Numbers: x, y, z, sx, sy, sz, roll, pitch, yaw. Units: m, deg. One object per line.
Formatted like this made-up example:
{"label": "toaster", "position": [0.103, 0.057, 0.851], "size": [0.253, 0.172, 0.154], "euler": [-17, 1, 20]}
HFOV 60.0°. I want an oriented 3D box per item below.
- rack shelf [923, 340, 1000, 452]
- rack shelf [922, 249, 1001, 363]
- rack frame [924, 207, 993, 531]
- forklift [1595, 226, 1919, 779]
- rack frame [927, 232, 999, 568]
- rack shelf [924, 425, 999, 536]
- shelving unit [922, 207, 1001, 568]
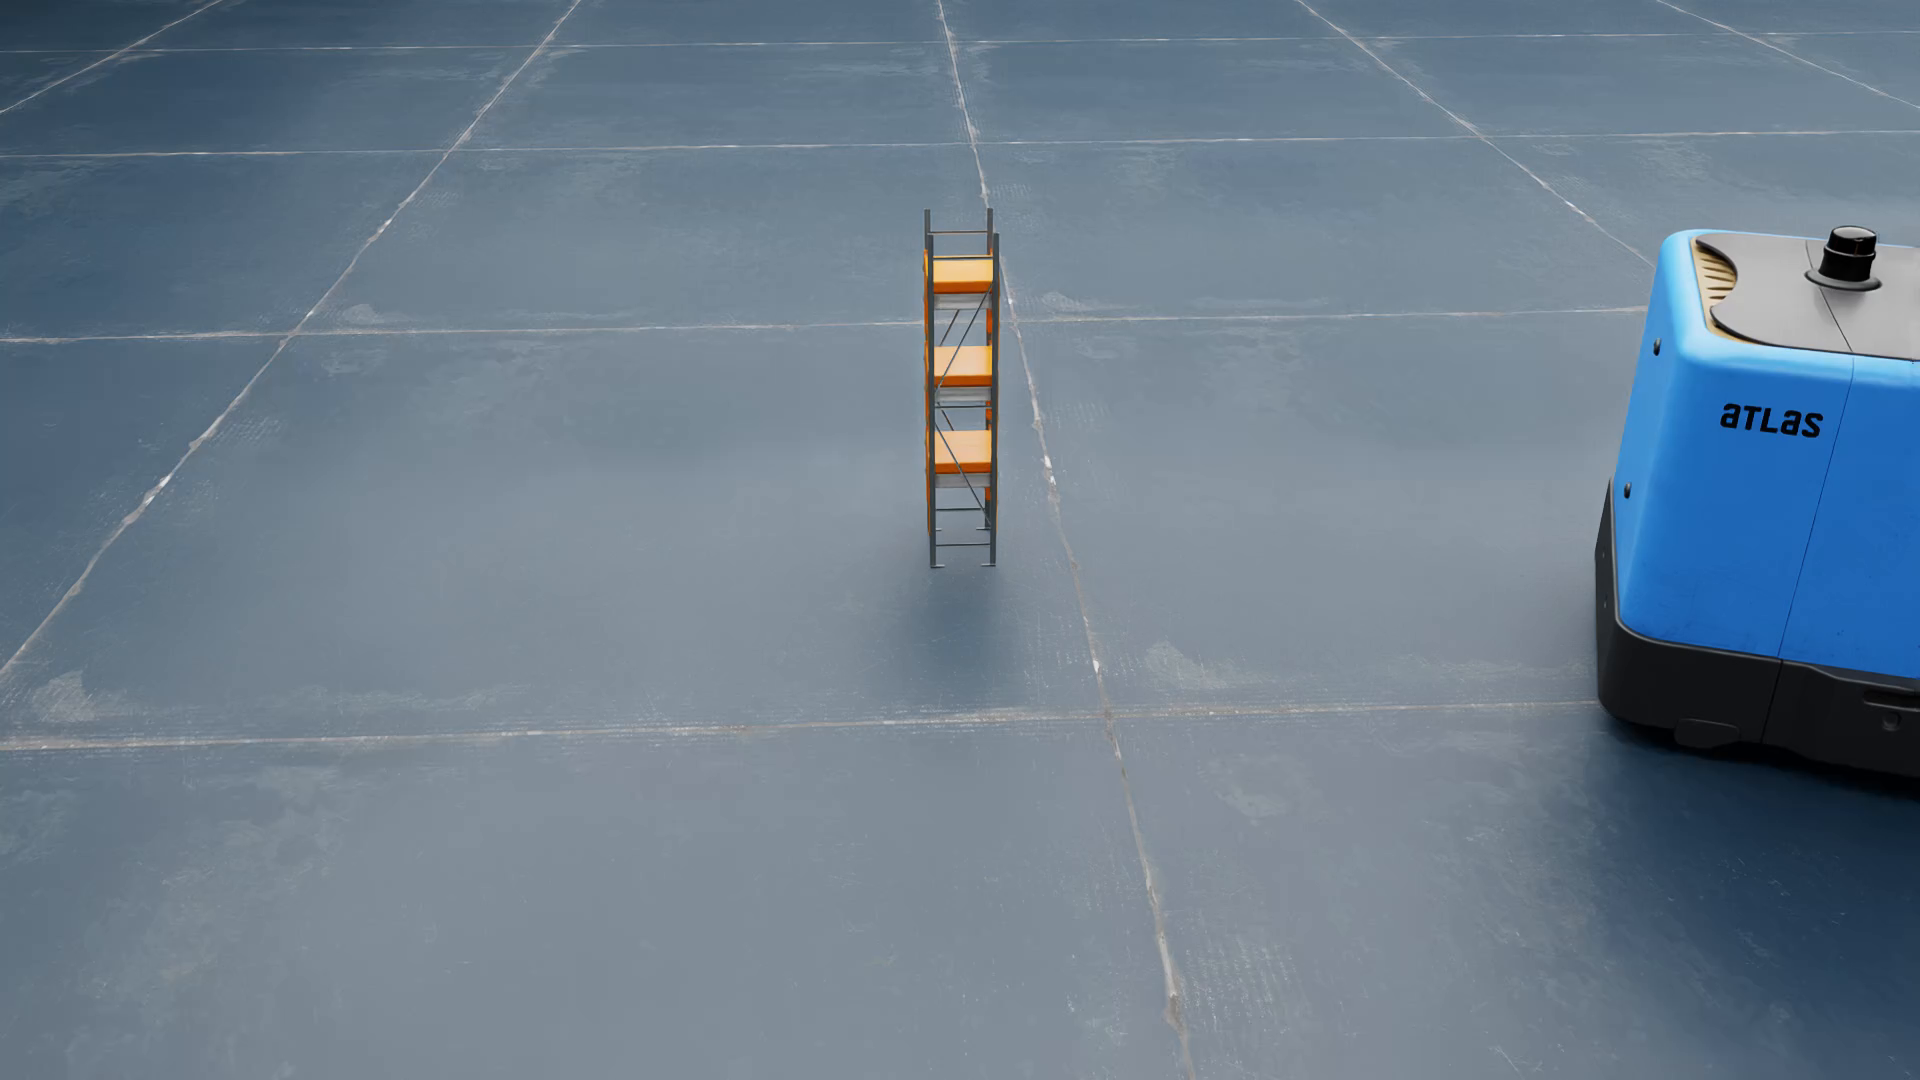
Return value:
{"label": "rack shelf", "position": [0.003, -0.431, 4.965], "size": [0.215, 0.259, 0.240], "euler": [-1, 28, -3]}
{"label": "rack shelf", "position": [0.003, -0.683, 4.834], "size": [0.215, 0.259, 0.240], "euler": [-1, 28, -3]}
{"label": "rack frame", "position": [-0.004, -0.497, 5.068], "size": [0.200, 1.050, 0.008], "euler": [-1, 28, -3]}
{"label": "forklift", "position": [3.227, -0.796, 3.606], "size": [3.031, 2.935, 1.130], "euler": [9, 29, 16]}
{"label": "rack frame", "position": [0.009, -0.384, 4.852], "size": [0.200, 1.050, 0.008], "euler": [-1, 28, -3]}
{"label": "rack shelf", "position": [0.003, -0.185, 5.093], "size": [0.215, 0.259, 0.240], "euler": [-1, 28, -3]}
{"label": "shelving unit", "position": [0.003, -0.441, 4.960], "size": [0.215, 1.050, 0.252], "euler": [-1, 28, -3]}
